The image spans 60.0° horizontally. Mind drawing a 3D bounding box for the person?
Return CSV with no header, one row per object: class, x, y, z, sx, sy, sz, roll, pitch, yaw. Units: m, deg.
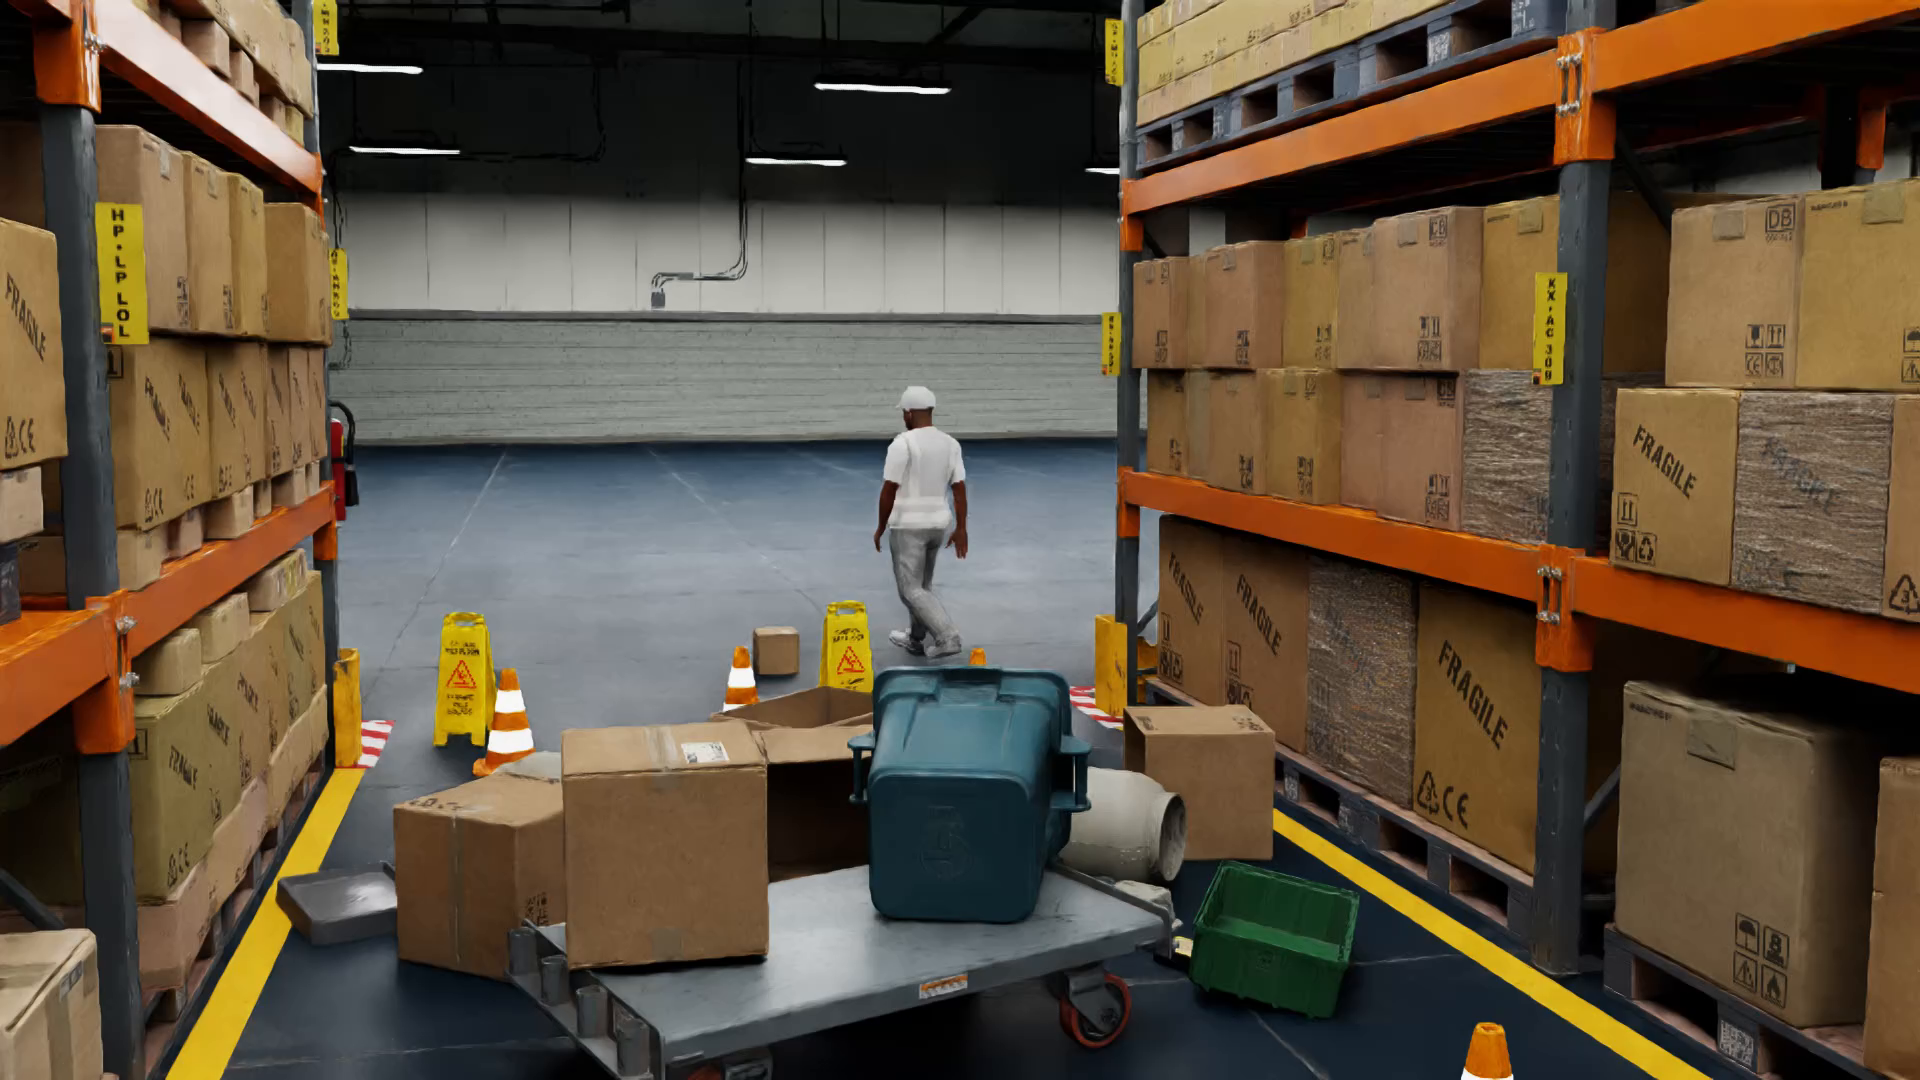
person,-0.250,-0.095,10.337,0.947,1.735,0.617,5,8,39
